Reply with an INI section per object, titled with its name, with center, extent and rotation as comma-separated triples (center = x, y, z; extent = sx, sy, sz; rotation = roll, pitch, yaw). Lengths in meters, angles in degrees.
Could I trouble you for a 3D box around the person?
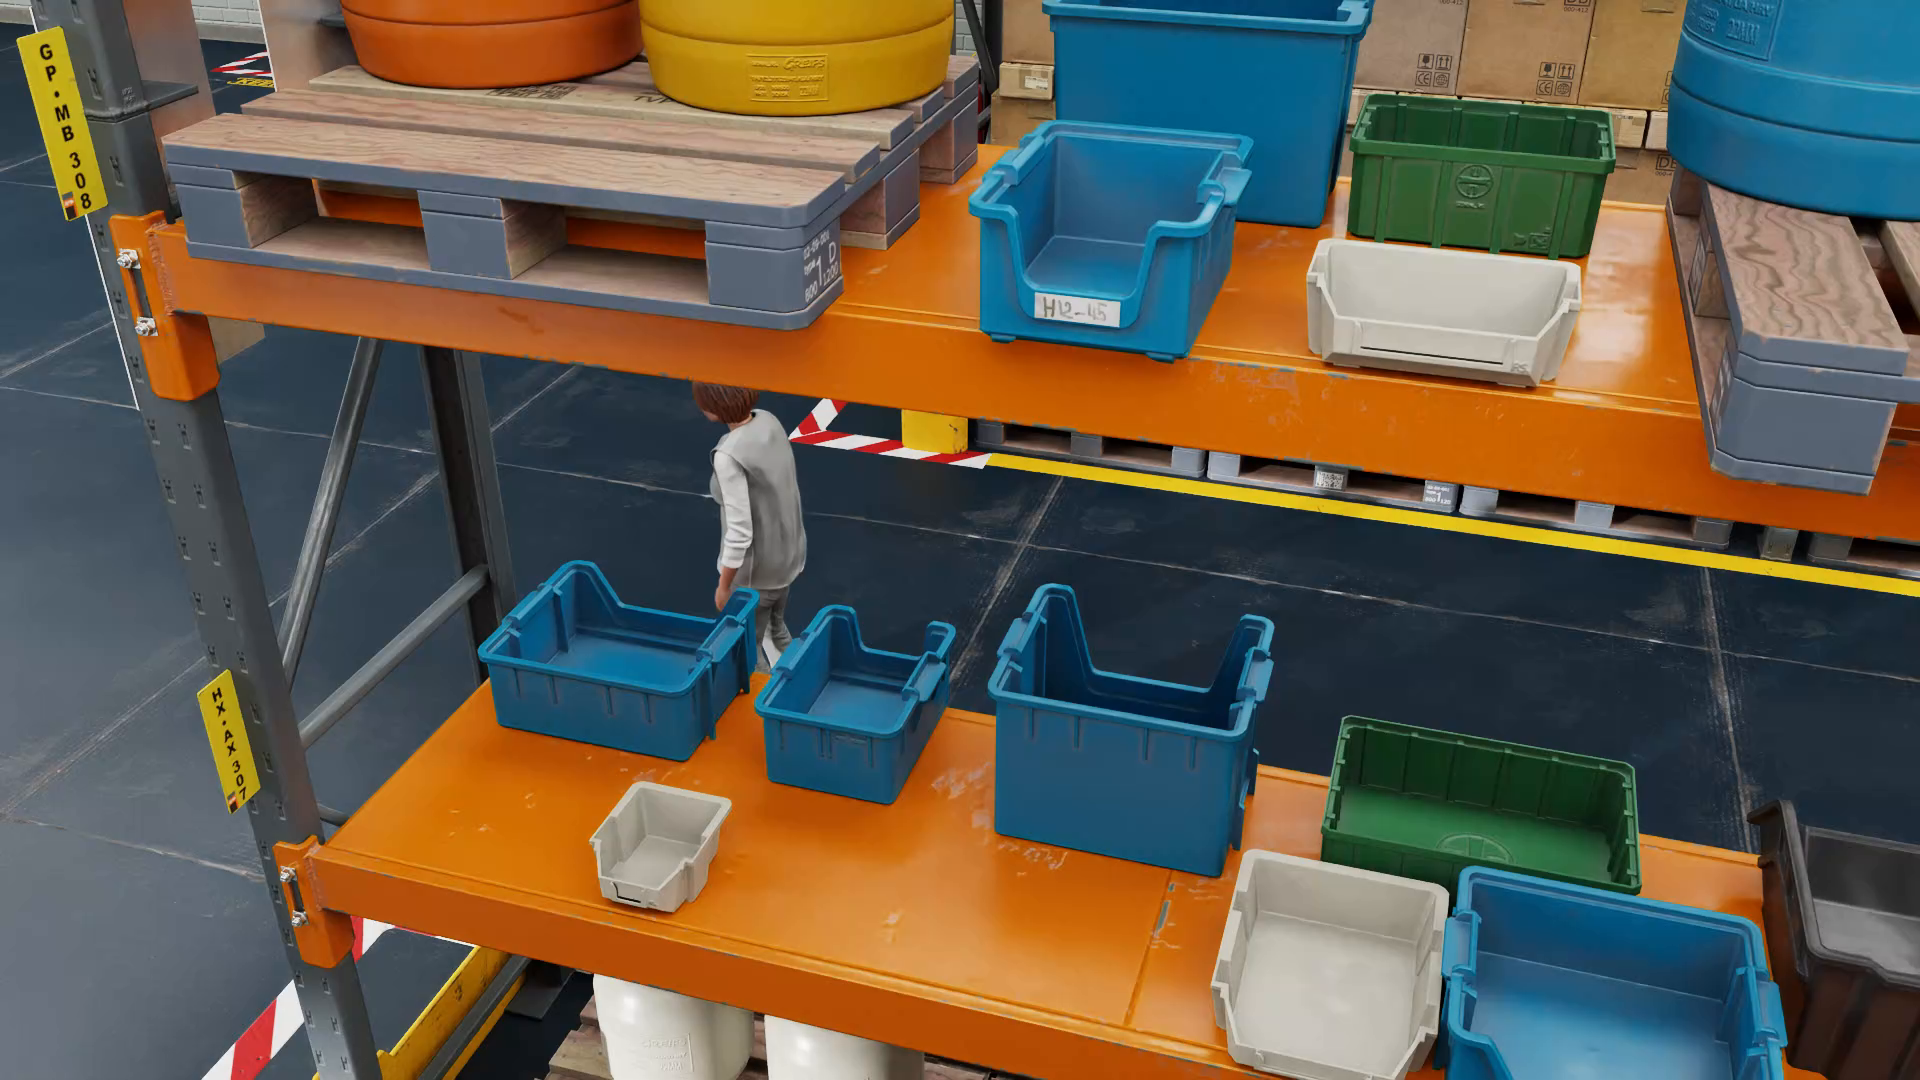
[person]
center = -0.732, 0.093, 5.975
extent = 0.343, 1.593, 0.461
rotation = 9, 31, 15
